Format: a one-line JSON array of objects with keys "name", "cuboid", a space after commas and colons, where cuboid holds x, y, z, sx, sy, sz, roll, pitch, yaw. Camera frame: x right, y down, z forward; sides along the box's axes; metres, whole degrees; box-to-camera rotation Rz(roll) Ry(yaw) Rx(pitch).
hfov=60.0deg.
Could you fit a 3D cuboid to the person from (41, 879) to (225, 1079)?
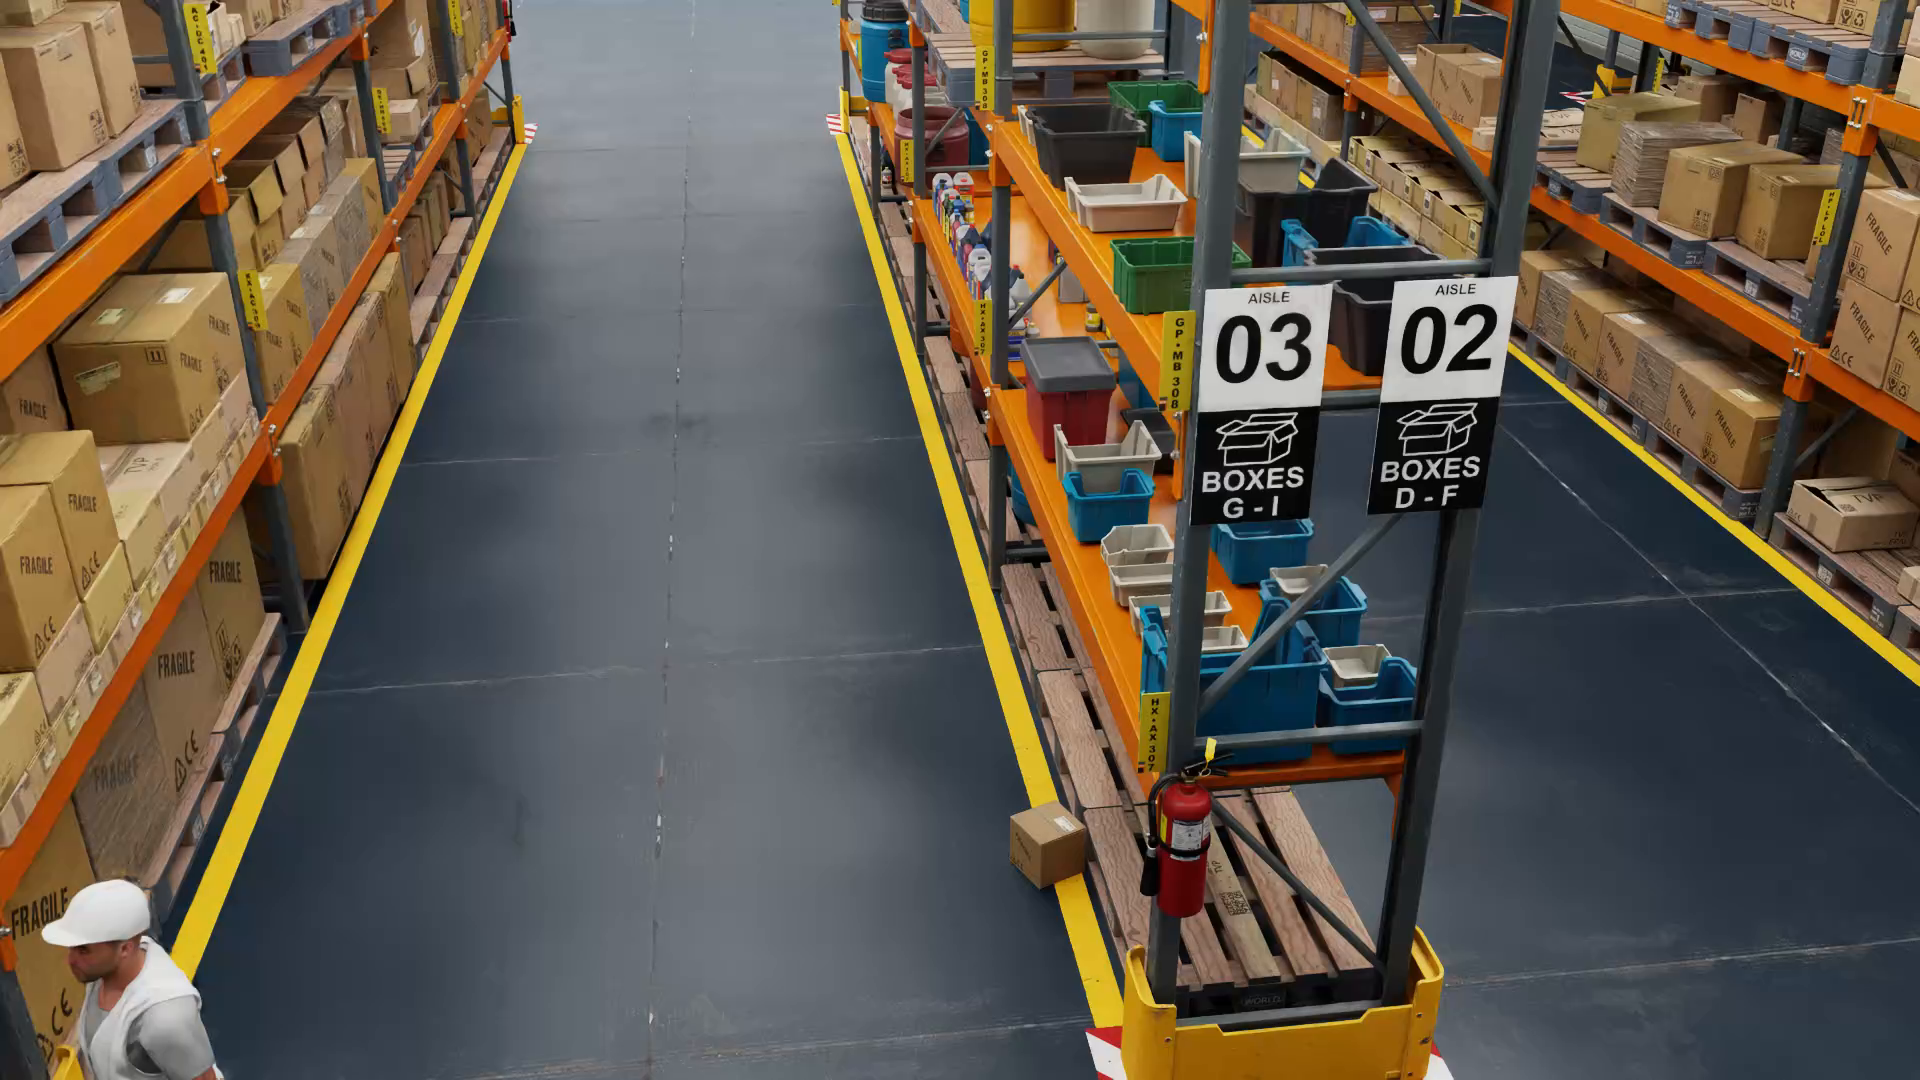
[{"name": "person", "cuboid": [-2.413, 1.795, 5.026, 0.472, 1.812, 0.554, -21, 34, -35]}]
